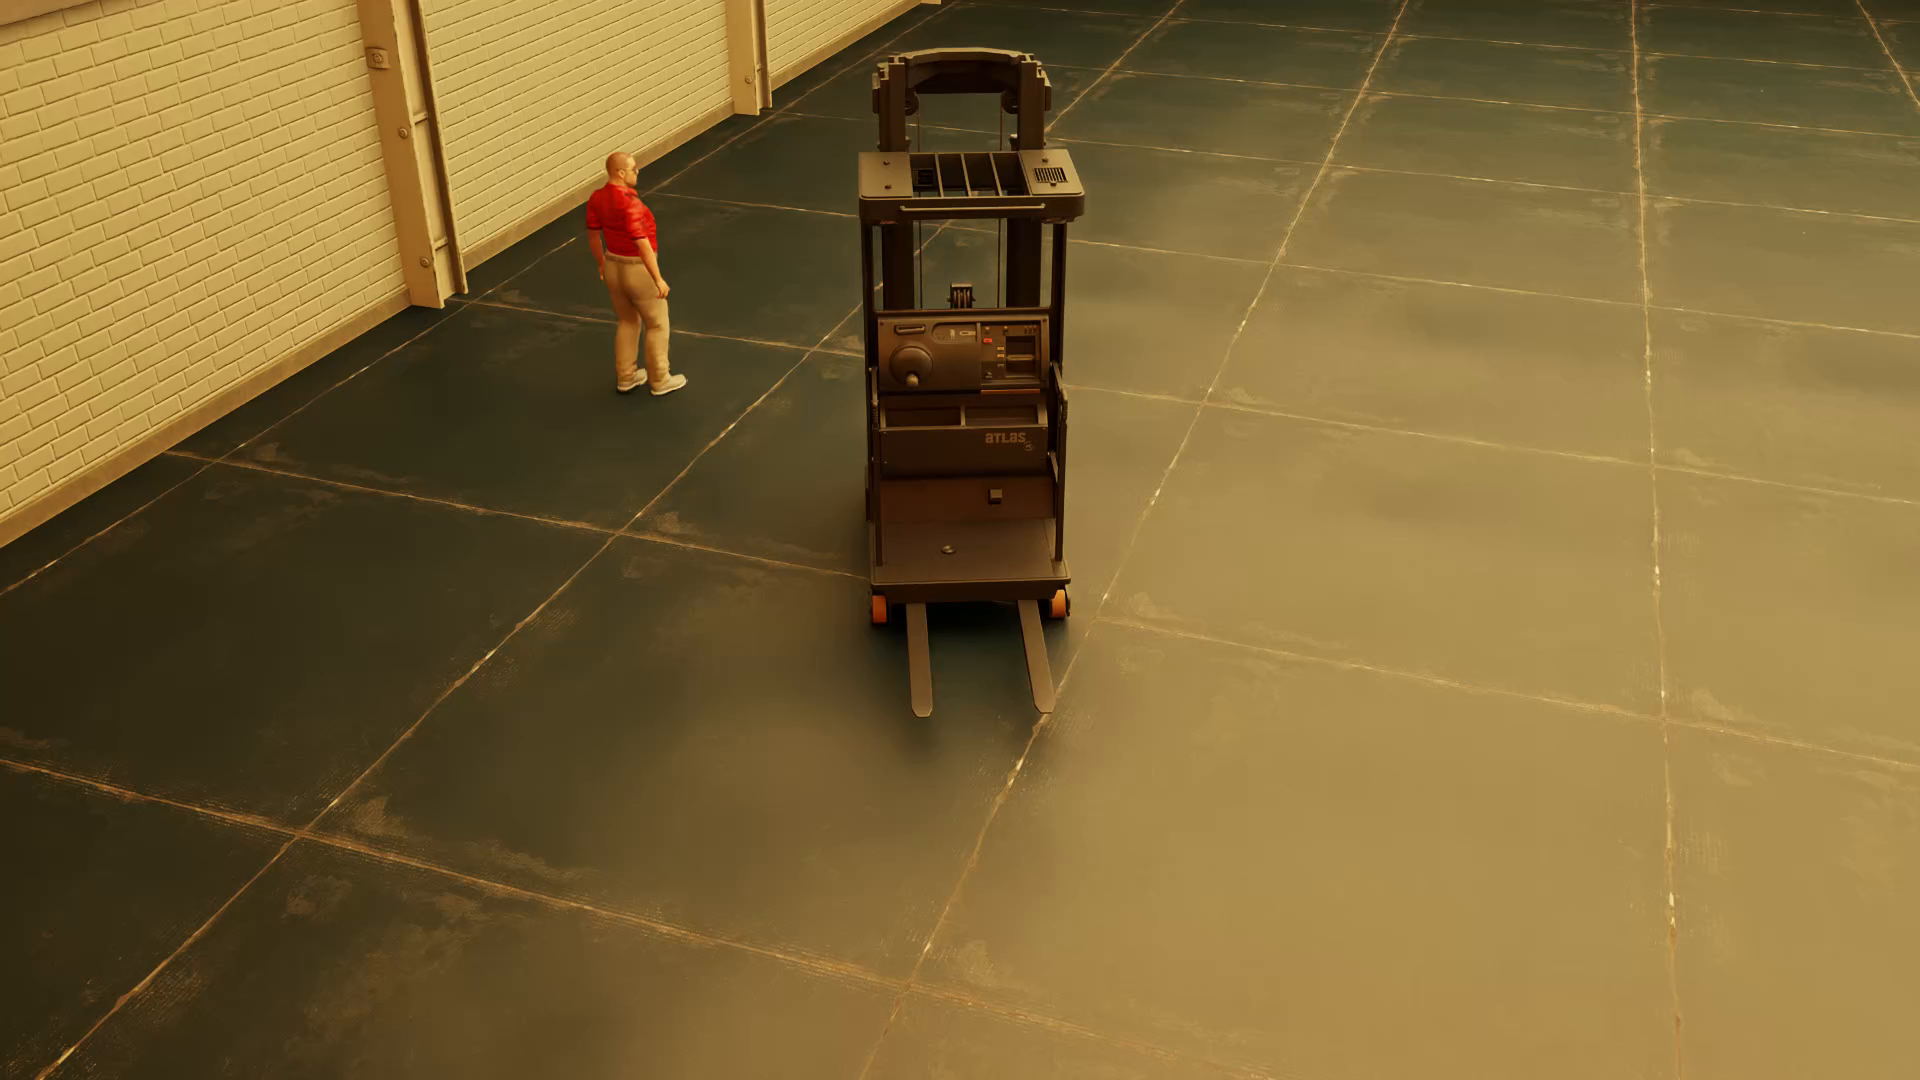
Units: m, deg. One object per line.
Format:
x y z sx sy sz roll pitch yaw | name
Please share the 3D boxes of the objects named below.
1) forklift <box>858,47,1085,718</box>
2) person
0.035 -0.972 8.842 1.130 2.935 3.031 -2 30 -3 | forklift
-2.268 -1.859 11.613 0.538 1.730 0.370 19 35 30 | person
